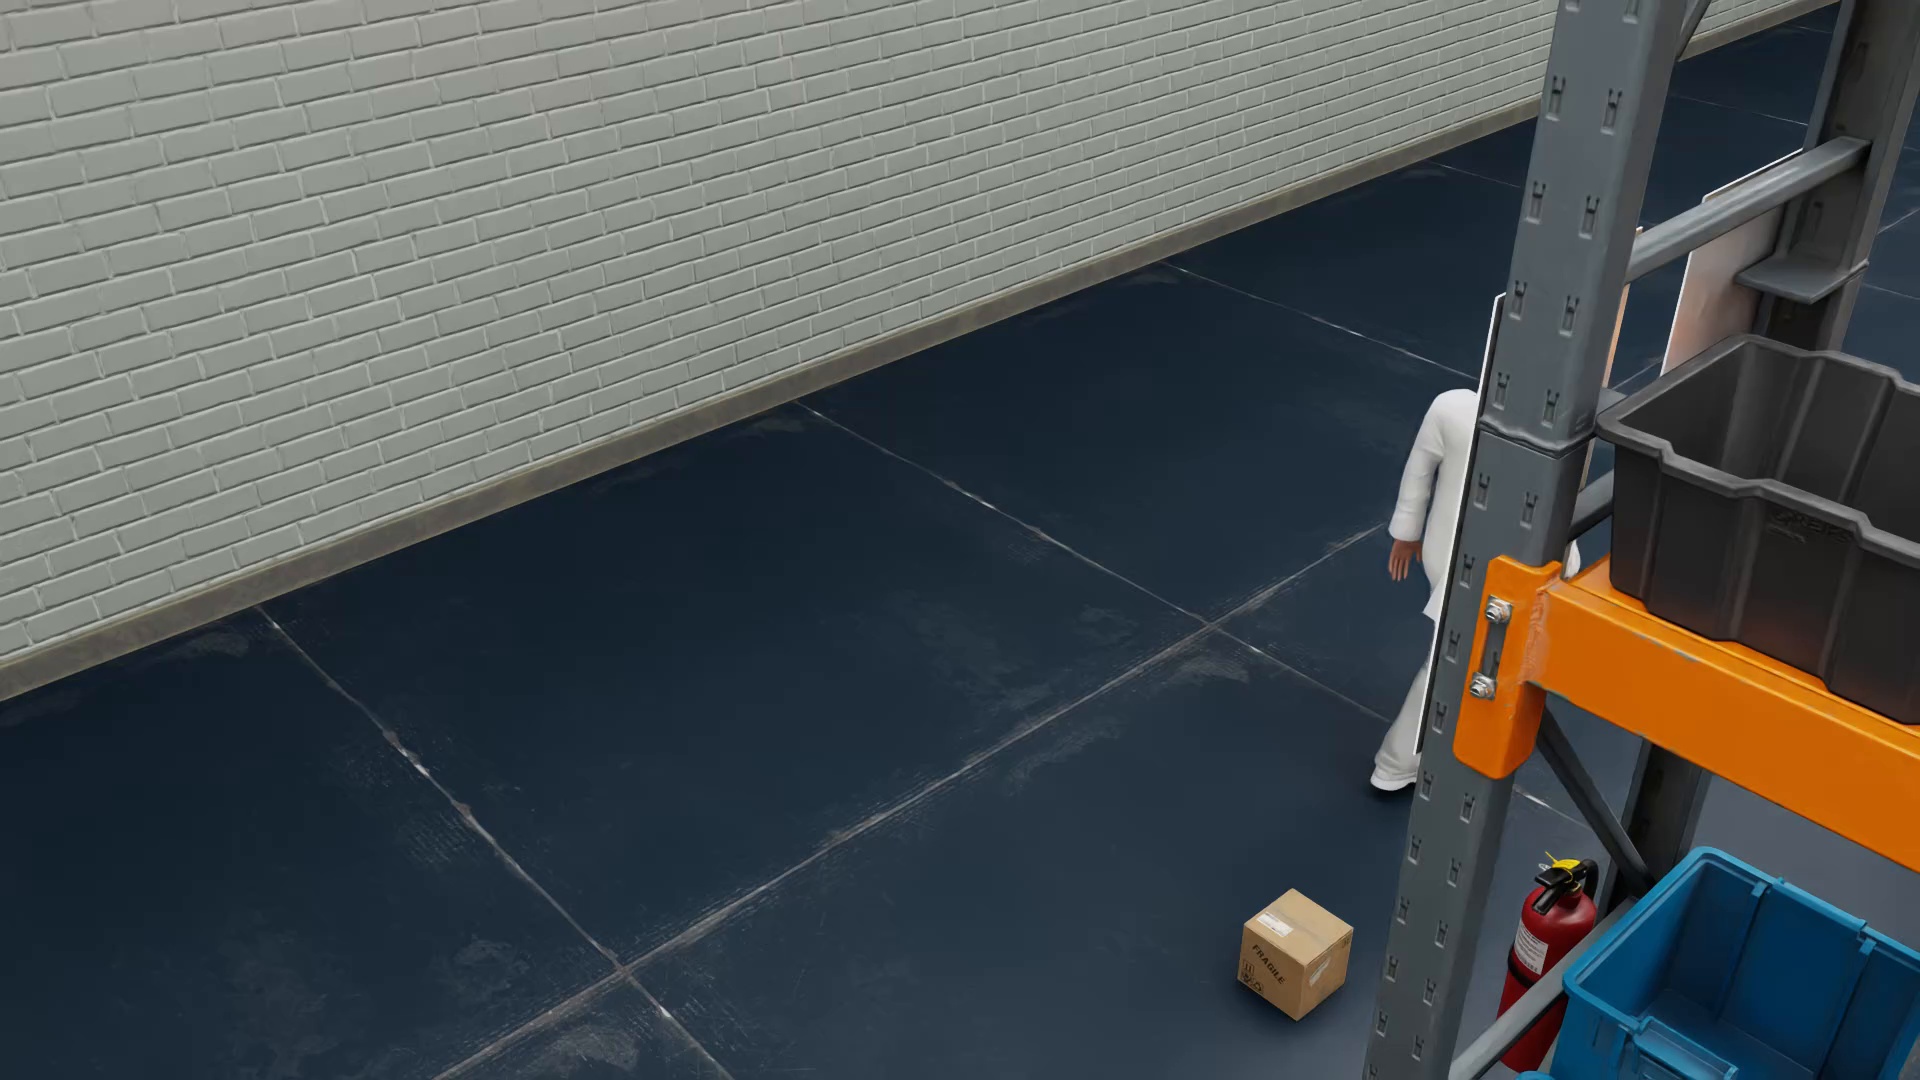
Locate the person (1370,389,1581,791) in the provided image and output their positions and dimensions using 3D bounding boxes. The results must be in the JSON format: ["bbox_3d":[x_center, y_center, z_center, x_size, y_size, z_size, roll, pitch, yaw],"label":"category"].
[{"bbox_3d":[1.910,0.063,6.062,0.977,1.791,0.604,-20,36,-29],"label":"person"}]
